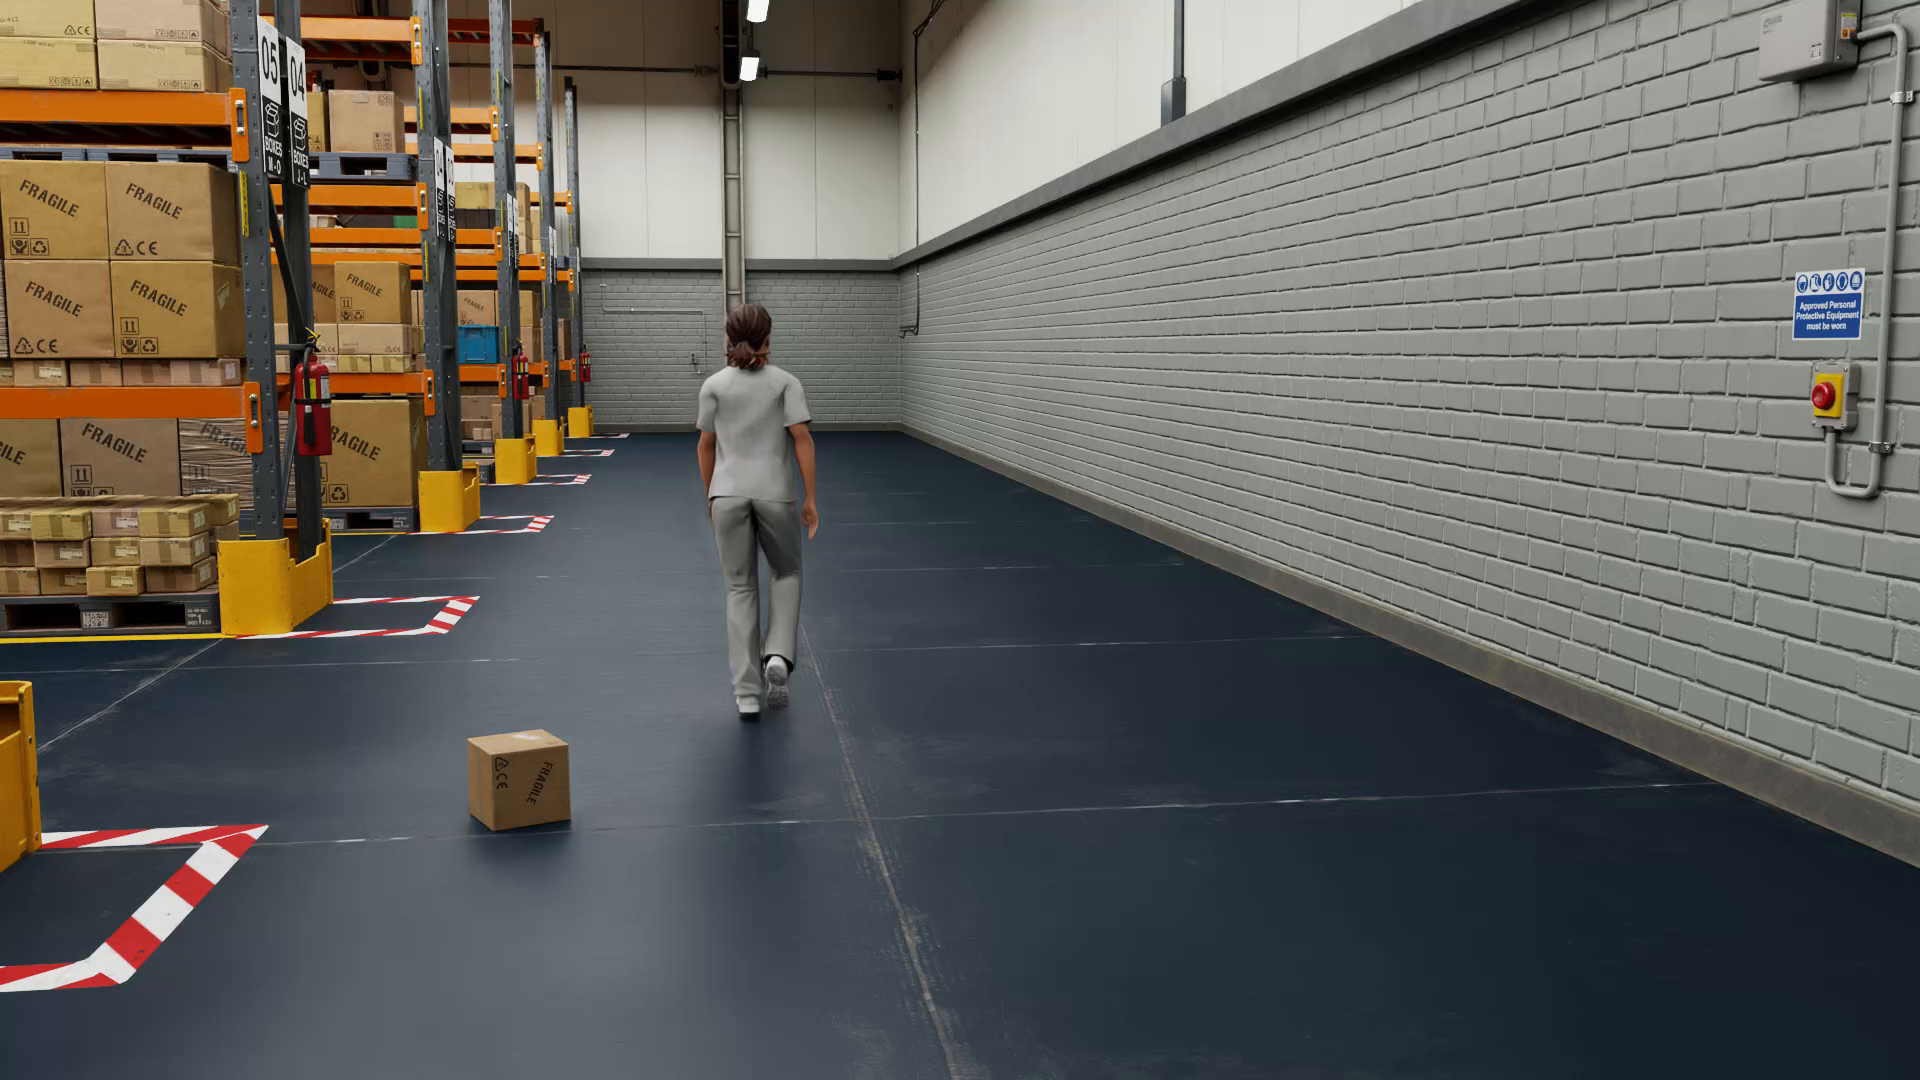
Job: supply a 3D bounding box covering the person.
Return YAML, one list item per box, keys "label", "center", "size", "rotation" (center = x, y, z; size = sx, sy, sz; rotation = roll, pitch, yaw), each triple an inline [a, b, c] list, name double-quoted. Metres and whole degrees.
- label: "person"
  center: [-0.831, -0.126, 6.847]
  size: [0.493, 1.685, 0.449]
  rotation: [-1, 7, -5]
